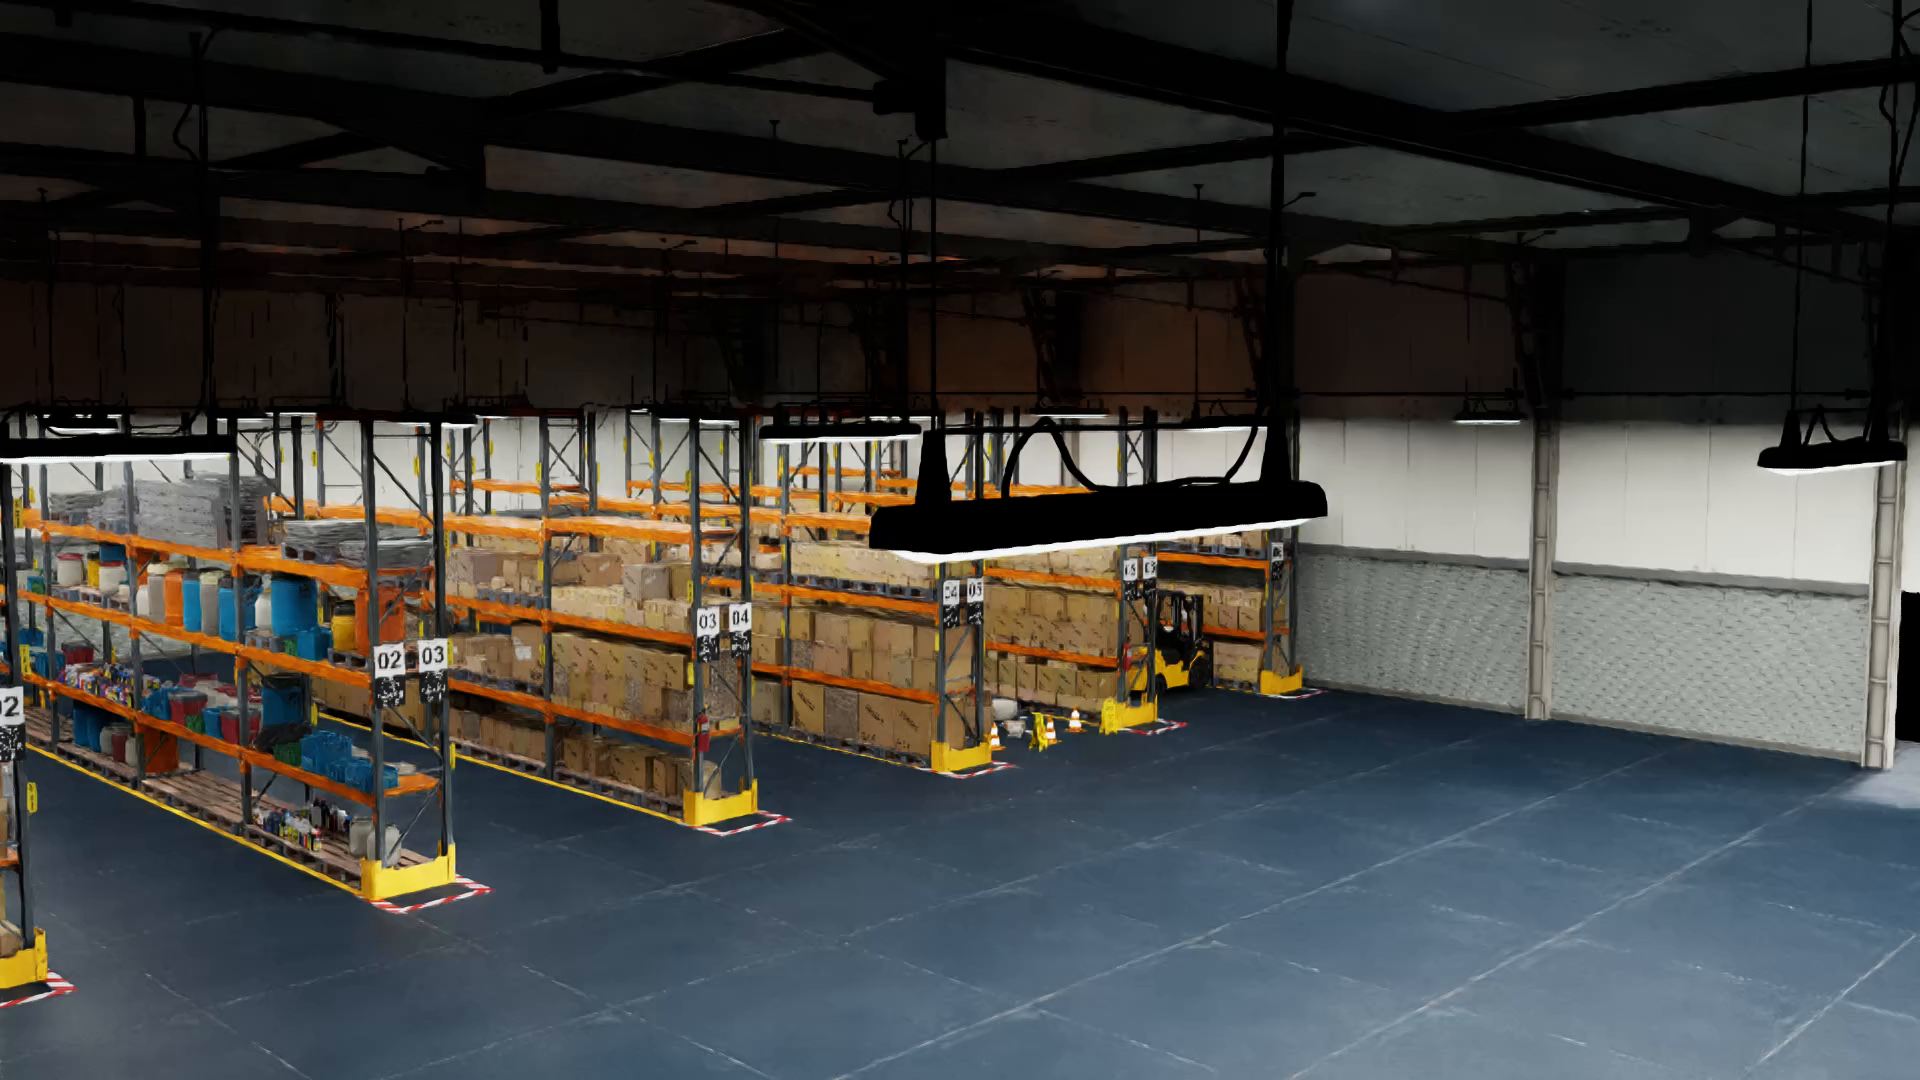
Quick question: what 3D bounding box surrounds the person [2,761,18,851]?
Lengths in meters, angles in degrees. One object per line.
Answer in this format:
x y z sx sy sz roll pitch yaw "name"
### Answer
-13.301 3.523 23.002 0.613 1.556 0.542 4 6 36 "person"
